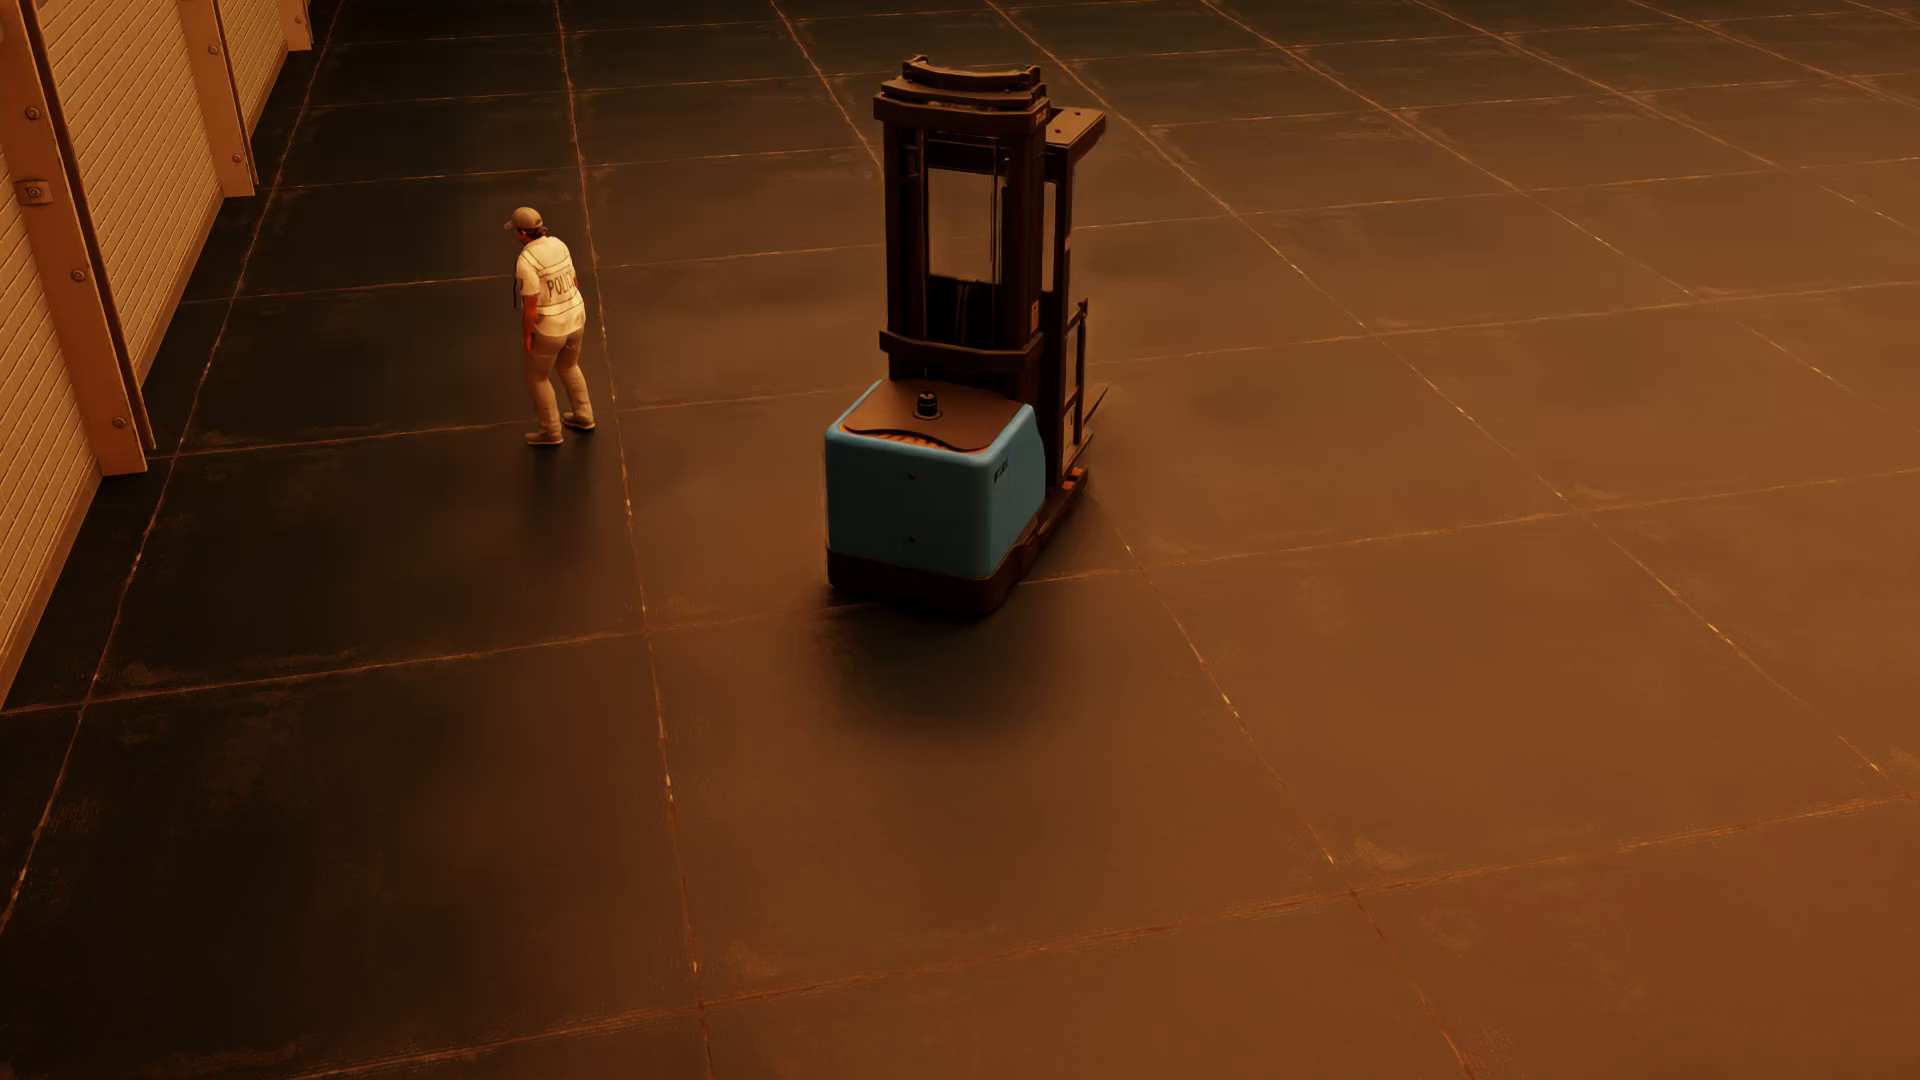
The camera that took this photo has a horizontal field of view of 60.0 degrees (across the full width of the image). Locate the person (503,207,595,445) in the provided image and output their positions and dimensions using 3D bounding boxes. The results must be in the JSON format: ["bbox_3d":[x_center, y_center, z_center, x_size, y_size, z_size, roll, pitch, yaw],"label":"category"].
[{"bbox_3d":[-2.817,-1.465,11.380,0.459,1.670,0.530,15,33,24],"label":"person"}]

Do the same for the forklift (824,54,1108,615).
[{"bbox_3d":[0.211,-1.557,10.264,1.130,2.935,3.031,11,32,18],"label":"forklift"}]
